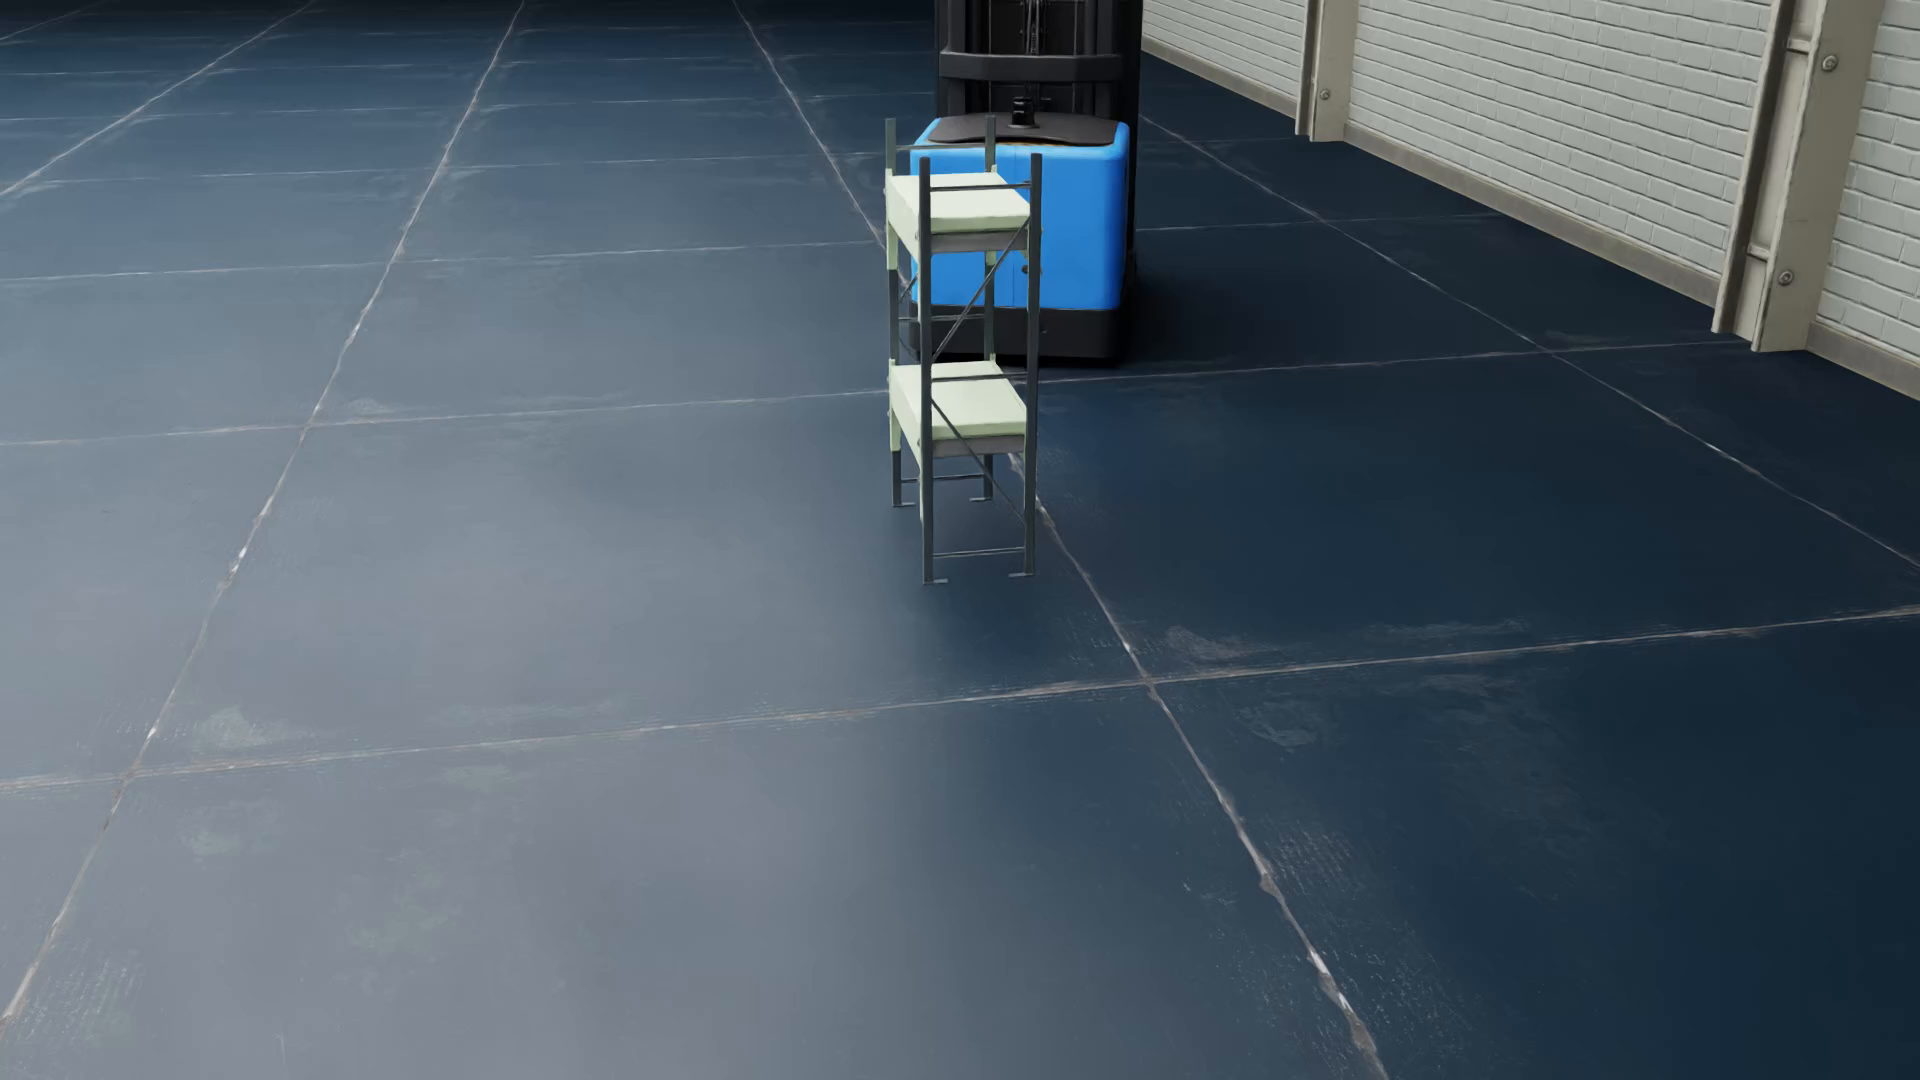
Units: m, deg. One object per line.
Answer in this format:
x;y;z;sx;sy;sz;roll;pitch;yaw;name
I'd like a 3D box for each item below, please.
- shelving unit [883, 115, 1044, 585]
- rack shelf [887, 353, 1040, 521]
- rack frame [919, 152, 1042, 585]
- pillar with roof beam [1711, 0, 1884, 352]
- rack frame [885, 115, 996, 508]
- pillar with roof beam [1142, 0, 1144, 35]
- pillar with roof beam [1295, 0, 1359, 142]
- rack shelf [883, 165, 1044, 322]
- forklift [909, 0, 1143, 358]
-0.001;-0.690;5.956;0.431;1.500;0.755;-4;24;-10;shelving unit
-0.001;-0.391;6.086;0.431;0.370;0.720;-4;24;-10;rack shelf
0.066;-0.546;5.626;0.400;1.500;0.023;-4;24;-10;rack frame
-0.079;-4.846;6.102;9.100;9.000;0.400;-4;24;-10;pillar with roof beam
-0.069;-0.834;6.285;0.400;1.500;0.023;-4;24;-10;rack frame
-2.298;-9.566;16.910;9.100;9.000;0.400;-4;24;-10;pillar with roof beam
-1.188;-7.206;11.506;9.100;9.000;0.400;-4;24;-10;pillar with roof beam
-0.001;-1.048;5.800;0.431;0.370;0.720;-4;24;-10;rack shelf
0.442;-2.785;8.966;1.130;2.935;3.031;3;24;6;forklift
